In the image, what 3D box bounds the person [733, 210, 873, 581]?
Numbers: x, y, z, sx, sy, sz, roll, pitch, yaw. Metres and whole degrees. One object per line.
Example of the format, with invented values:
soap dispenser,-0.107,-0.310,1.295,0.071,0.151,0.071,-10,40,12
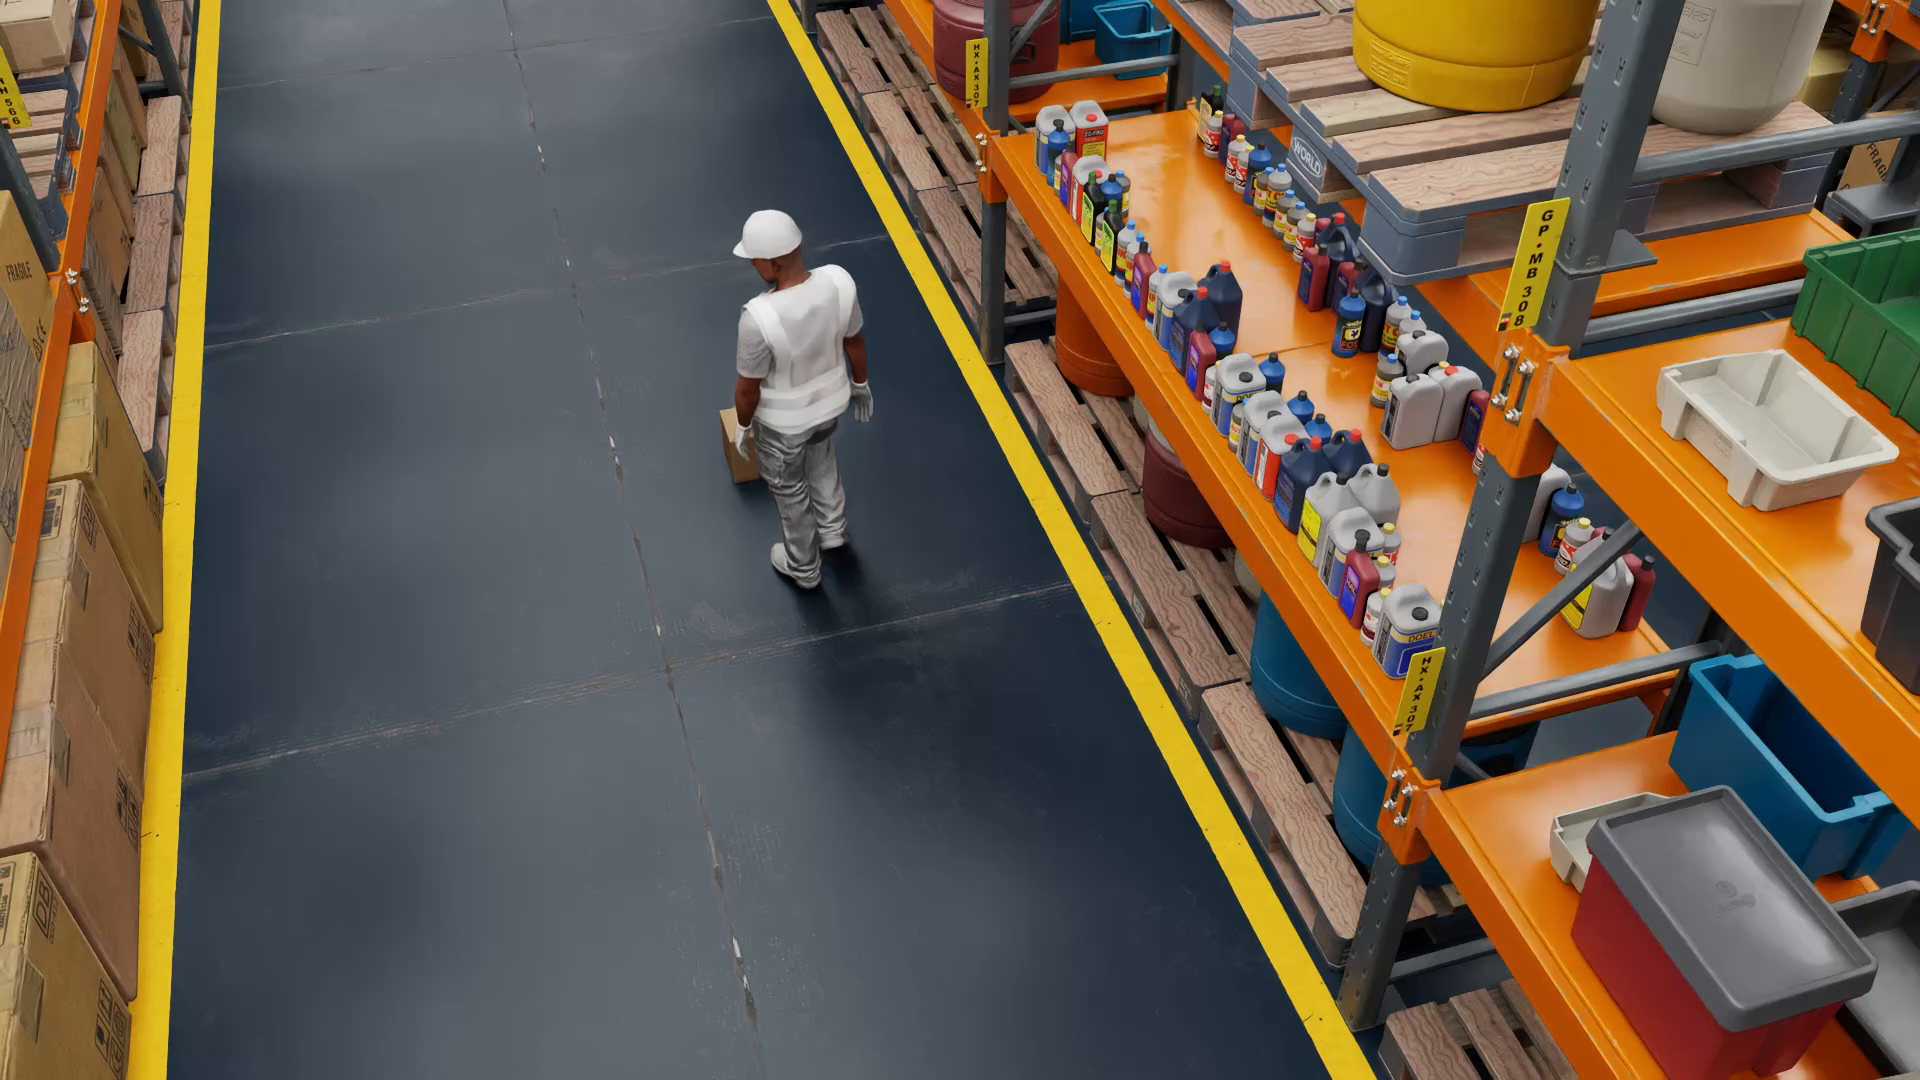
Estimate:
person,-0.674,-0.583,6.712,0.593,1.716,0.423,-30,50,-29
